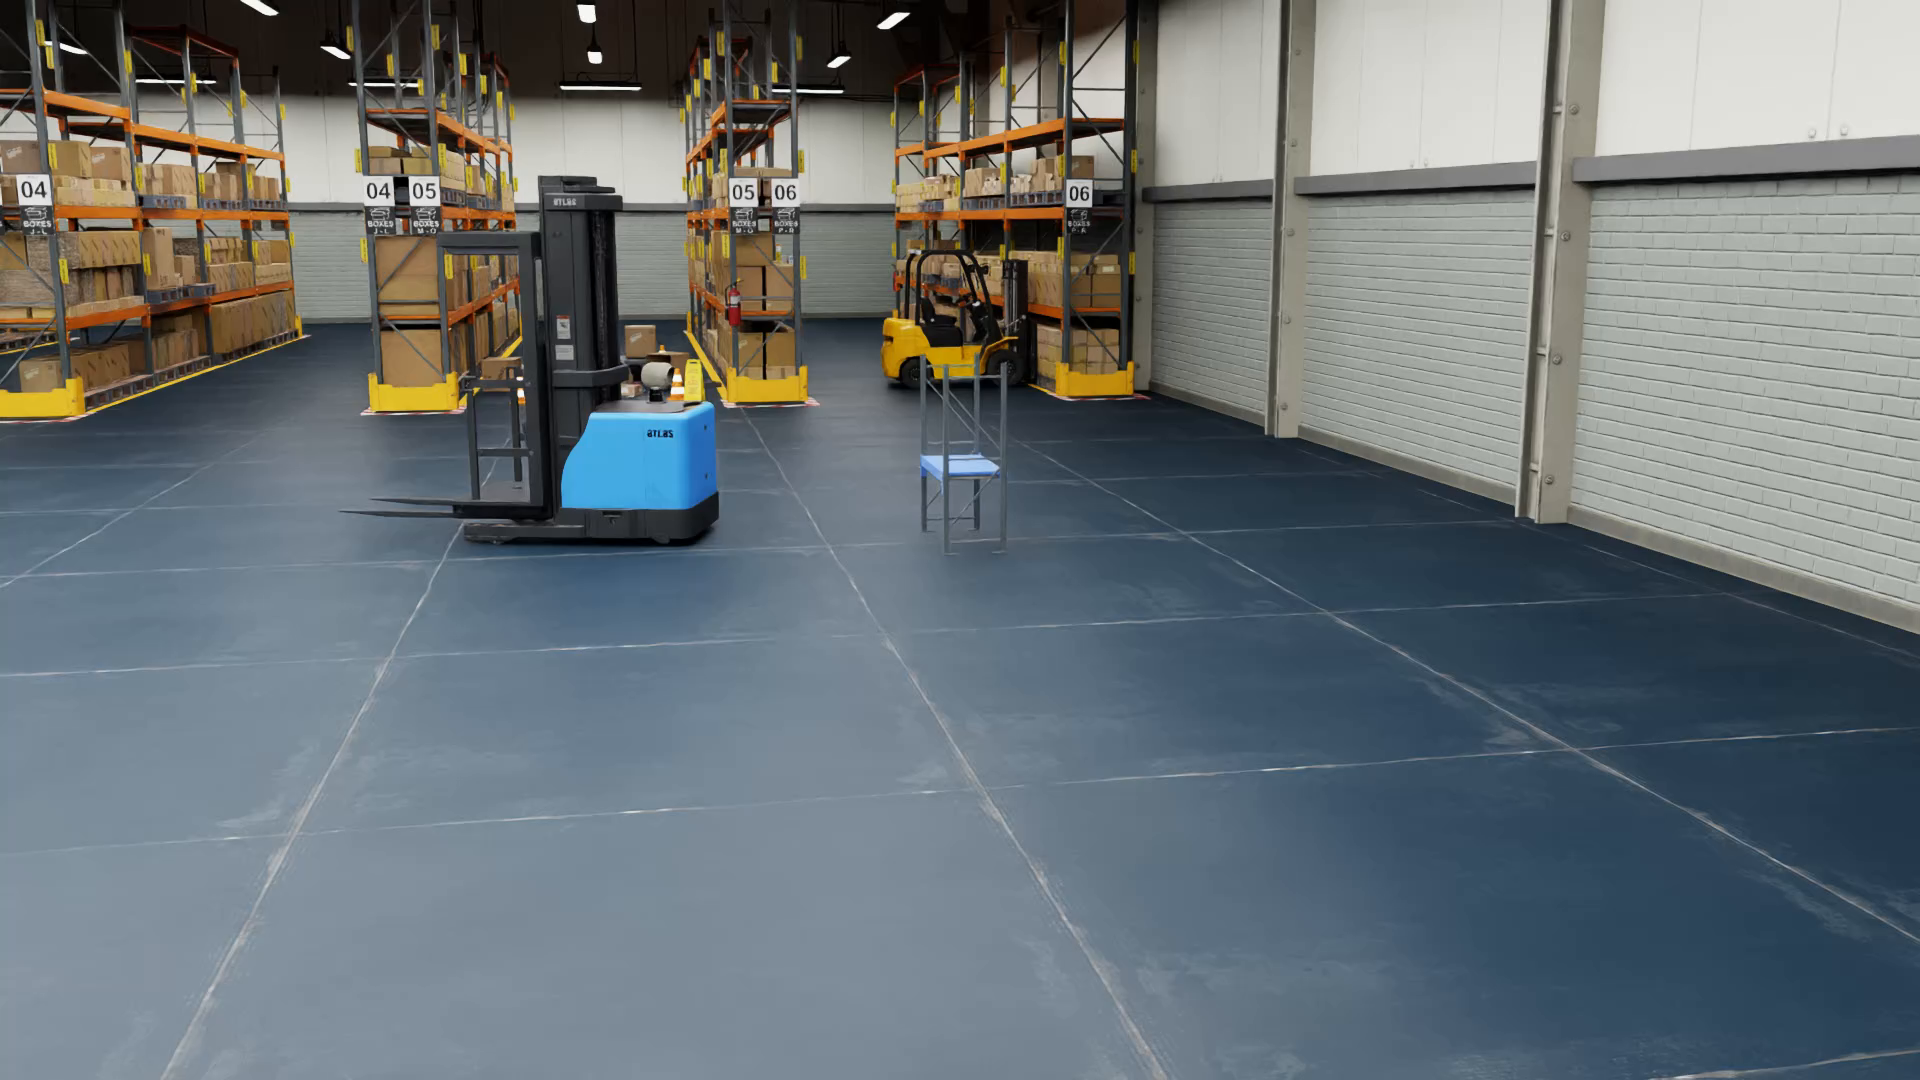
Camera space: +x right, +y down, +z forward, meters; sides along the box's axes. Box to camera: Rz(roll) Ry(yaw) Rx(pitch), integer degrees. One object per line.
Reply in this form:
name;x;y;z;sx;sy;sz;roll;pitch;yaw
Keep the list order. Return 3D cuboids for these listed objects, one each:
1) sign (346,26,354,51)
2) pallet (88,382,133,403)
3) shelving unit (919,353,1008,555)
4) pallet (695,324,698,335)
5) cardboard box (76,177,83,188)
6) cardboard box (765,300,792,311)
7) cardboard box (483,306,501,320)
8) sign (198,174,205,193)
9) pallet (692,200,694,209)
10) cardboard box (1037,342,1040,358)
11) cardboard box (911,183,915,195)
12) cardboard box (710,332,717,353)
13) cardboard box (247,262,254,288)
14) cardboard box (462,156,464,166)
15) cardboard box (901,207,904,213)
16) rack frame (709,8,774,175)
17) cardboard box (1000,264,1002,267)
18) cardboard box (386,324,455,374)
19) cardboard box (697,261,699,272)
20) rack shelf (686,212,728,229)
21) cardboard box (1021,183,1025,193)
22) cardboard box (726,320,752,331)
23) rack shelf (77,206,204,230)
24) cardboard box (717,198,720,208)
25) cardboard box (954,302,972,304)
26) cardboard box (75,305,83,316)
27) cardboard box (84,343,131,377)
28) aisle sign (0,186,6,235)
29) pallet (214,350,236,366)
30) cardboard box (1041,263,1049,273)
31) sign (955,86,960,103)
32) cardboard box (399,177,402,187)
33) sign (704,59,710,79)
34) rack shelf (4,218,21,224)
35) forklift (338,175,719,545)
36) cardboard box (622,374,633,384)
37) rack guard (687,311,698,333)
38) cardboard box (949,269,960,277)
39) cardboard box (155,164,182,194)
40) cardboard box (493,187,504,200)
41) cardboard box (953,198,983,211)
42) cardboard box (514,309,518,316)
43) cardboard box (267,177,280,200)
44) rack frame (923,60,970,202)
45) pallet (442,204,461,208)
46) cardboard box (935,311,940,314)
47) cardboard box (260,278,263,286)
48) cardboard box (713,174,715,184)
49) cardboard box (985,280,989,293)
sign;-8.191;-6.745;22.359;0.100;0.325;0.005;-2;11;-11
pallet;-12.913;-2.174;24.551;1.003;0.211;1.213;-2;11;-11
shelving unit;0.017;-0.721;13.474;0.538;1.500;1.048;-2;11;-11
pallet;-5.700;-4.937;39.071;1.003;0.211;1.213;-2;11;-11
cardboard box;-12.520;-5.001;23.260;0.380;0.149;0.250;-2;11;-11
cardboard box;-2.683;-3.463;24.539;0.380;0.149;0.250;-2;11;-11
cardboard box;-9.291;-4.451;32.617;0.500;0.250;0.500;-2;11;-11
sign;-13.564;-6.370;29.736;0.100;0.325;0.005;-2;11;-11
pallet;-5.303;-7.297;36.230;1.003;0.211;1.213;-2;11;-11
cardboard box;1.439;-3.063;26.659;0.500;0.250;0.500;-2;11;-12
cardboard box;-0.818;-7.960;37.740;0.500;0.250;0.500;-2;11;-10
cardboard box;-4.125;-3.660;30.808;0.950;0.372;0.625;-2;11;-12
cardboard box;-14.516;-5.330;33.410;0.500;0.500;0.500;-2;11;-11
cardboard box;-8.050;-5.993;26.288;0.380;0.149;0.250;-2;11;-11
cardboard box;-1.173;-7.771;39.151;0.380;0.149;0.250;-2;11;-10
rack frame;-3.598;-7.197;27.442;1.000;3.000;0.127;-2;11;-11
cardboard box;0.918;-4.900;29.417;0.380;0.149;0.250;-2;11;-12
cardboard box;-8.026;-2.763;24.753;0.875;0.875;0.875;-2;11;-12
cardboard box;-5.144;-5.610;34.212;0.500;0.250;0.500;-2;11;-10
rack shelf;-5.543;-7.204;37.425;1.077;0.370;4.000;-2;11;-11
cardboard box;1.209;-5.802;27.418;0.380;0.149;0.250;-2;11;-9
cardboard box;-3.369;-3.261;25.298;0.380;0.149;0.250;-2;11;-9
rack shelf;-13.708;-5.376;27.823;1.077;0.370;4.000;-2;11;-11
cardboard box;-3.614;-5.294;26.139;0.380;0.149;0.250;-2;11;-12
cardboard box;0.068;-5.138;36.498;0.380;0.149;0.250;-3;11;-13
cardboard box;-12.426;-3.186;23.087;0.380;0.149;0.250;-2;11;-11
cardboard box;-13.281;-2.793;25.911;0.500;0.500;0.500;-2;11;-13
aisle sign;-12.823;-4.411;21.895;0.394;0.787;0.004;-2;11;-11
pallet;-14.176;-3.401;30.998;1.003;0.211;1.213;-2;11;-11
cardboard box;1.501;-4.307;26.302;0.380;0.149;0.250;-2;11;-13
sign;-0.038;-8.588;32.040;0.100;0.325;0.005;-2;11;-11
cardboard box;-8.201;-5.112;23.789;0.380;0.149;0.250;-2;11;-10
sign;-4.142;-7.712;27.228;0.100;0.325;0.005;-2;11;-11
rack shelf;-20.122;-6.664;34.586;1.077;0.370;4.000;-2;11;-11
forklift;-3.616;-1.500;13.738;3.031;2.935;1.130;1;11;5
cardboard box;-5.545;-2.679;27.063;0.396;0.266;0.258;9;14;38
rack guard;-5.937;-5.227;39.823;1.175;0.500;0.348;-2;11;-11
cardboard box;-0.012;-5.354;33.353;0.380;0.149;0.250;-2;11;-10
cardboard box;-13.567;-6.128;28.243;0.500;0.500;0.500;-2;11;-10
cardboard box;-9.848;-7.261;34.865;0.500;0.250;0.500;-2;11;-9
cardboard box;0.154;-6.650;32.991;0.500;0.250;0.500;-2;11;-13
cardboard box;-10.249;-5.171;37.754;0.380;0.149;0.250;-2;11;-12
cardboard box;-15.499;-7.775;36.843;0.700;0.500;0.500;-3;11;-14
rack frame;-0.286;-8.845;36.102;1.000;3.000;0.127;-2;11;-11
pallet;-8.661;-5.597;27.571;0.805;0.209;1.217;-3;11;-13
cardboard box;-0.300;-4.682;35.838;0.500;0.500;0.500;-2;11;-12
cardboard box;-14.657;-5.348;34.443;0.380;0.149;0.250;-2;11;-13
cardboard box;-3.857;-5.922;27.305;0.380;0.149;0.250;-2;11;-12
cardboard box;0.745;-4.624;30.372;0.500;0.250;0.500;-2;11;-11
